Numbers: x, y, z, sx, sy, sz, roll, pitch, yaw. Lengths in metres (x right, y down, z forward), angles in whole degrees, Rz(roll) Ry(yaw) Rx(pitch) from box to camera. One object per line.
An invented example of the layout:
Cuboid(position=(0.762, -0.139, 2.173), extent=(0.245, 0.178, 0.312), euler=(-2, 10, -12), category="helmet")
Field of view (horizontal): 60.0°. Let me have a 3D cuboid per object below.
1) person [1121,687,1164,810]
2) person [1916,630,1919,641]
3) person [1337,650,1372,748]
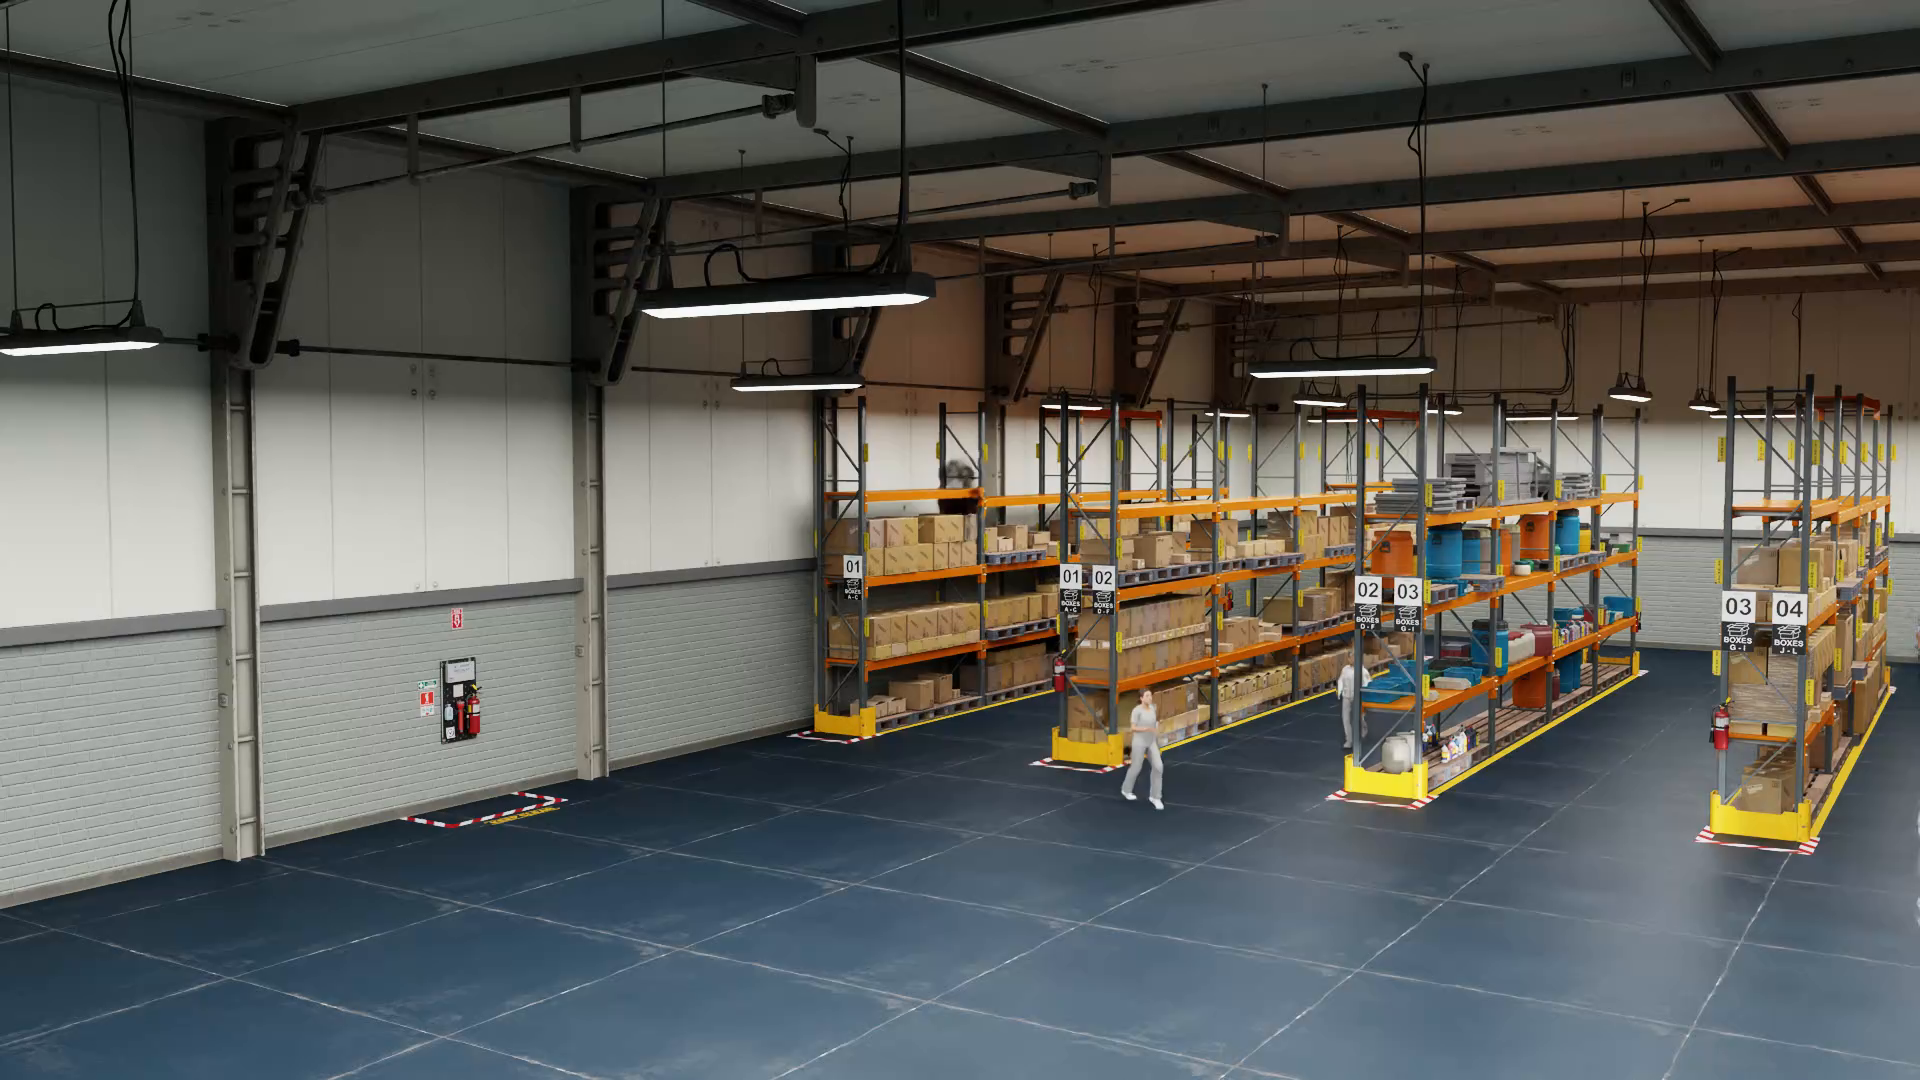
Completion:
Cuboid(position=(2.588, 2.928, 23.543), extent=(0.511, 1.713, 0.825), euler=(-2, 3, -29), category="person")
Cuboid(position=(20.575, 2.375, 35.085), extent=(0.637, 1.661, 0.710), euler=(-1, 3, -22), category="person")
Cuboid(position=(6.717, 2.679, 28.324), extent=(0.654, 1.652, 0.739), euler=(2, 4, 34), category="person")
